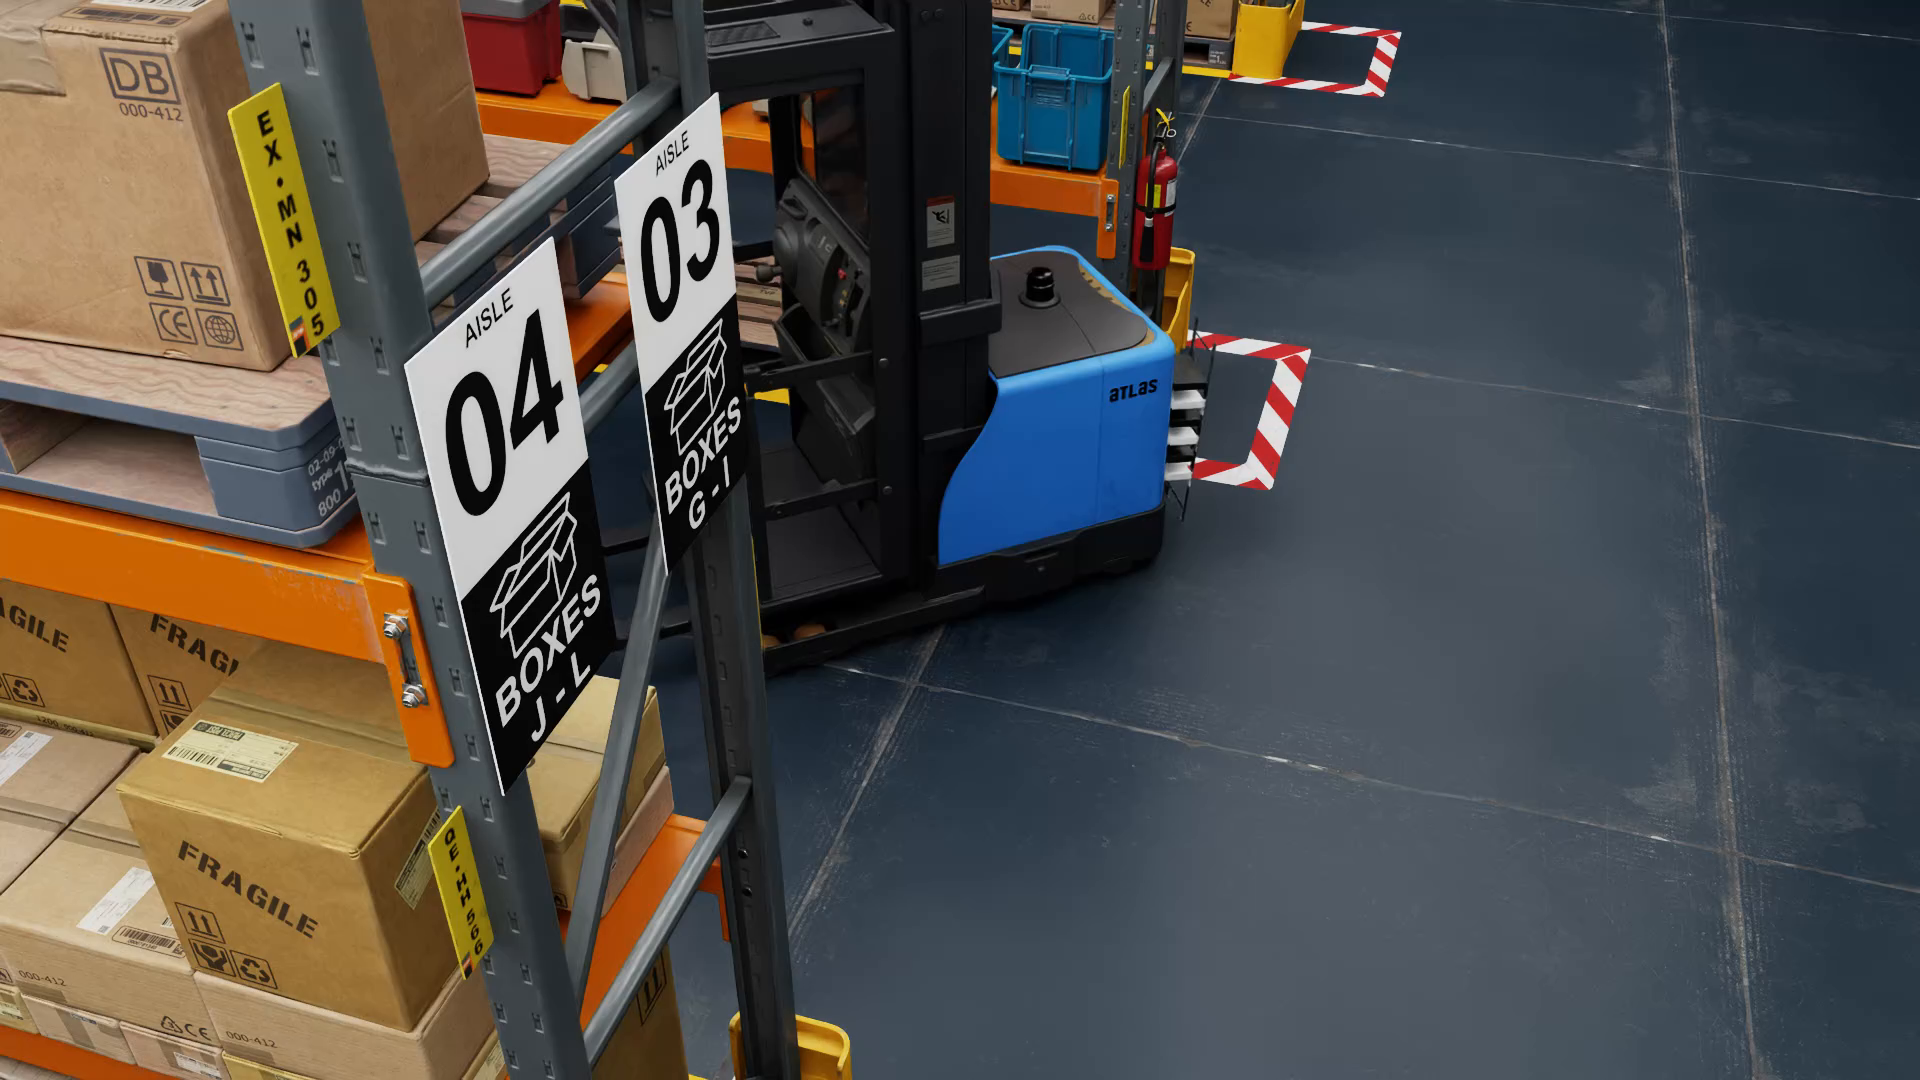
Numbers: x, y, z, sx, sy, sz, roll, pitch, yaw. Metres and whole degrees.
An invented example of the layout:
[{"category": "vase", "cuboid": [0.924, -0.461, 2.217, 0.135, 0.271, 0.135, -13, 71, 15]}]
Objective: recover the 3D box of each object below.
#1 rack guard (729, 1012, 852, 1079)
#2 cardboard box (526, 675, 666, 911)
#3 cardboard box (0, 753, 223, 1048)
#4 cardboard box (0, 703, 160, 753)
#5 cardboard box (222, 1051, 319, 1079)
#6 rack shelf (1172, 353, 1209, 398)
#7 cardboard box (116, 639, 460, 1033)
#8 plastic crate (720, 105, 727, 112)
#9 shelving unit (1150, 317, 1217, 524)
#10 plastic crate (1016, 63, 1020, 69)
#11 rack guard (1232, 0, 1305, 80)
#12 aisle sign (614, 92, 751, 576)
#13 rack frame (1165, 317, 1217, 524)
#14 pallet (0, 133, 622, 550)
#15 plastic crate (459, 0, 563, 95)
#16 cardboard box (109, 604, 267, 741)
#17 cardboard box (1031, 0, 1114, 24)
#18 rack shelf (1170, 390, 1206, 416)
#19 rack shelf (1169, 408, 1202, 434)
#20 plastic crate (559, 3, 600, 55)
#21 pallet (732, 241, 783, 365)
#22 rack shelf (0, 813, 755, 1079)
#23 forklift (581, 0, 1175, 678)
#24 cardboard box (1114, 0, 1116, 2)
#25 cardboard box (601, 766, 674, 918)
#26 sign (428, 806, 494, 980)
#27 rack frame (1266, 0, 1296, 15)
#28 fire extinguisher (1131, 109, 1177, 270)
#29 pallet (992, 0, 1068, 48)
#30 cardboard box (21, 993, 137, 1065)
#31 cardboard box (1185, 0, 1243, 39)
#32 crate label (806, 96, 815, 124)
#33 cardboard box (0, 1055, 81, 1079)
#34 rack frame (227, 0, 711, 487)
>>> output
[{"category": "rack guard", "cuboid": [-0.622, 1.853, 4.311, 0.348, 0.500, 1.175, 10, 38, 14]}, {"category": "cardboard box", "cuboid": [-1.023, 0.545, 3.855, 0.500, 0.250, 0.500, 10, 37, 13]}, {"category": "cardboard box", "cuboid": [-1.671, 0.757, 3.567, 0.500, 0.250, 0.500, 10, 37, 13]}, {"category": "cardboard box", "cuboid": [-2.000, 0.366, 4.098, 0.500, 0.250, 0.500, 9, 37, 12]}, {"category": "cardboard box", "cuboid": [-1.332, 1.021, 3.544, 0.250, 0.149, 0.380, 11, 38, 14]}, {"category": "rack shelf", "cuboid": [0.911, -0.693, 7.022, 0.200, 0.077, 0.258, -4, 36, -13]}, {"category": "cardboard box", "cuboid": [-1.189, 0.543, 3.225, 0.500, 0.500, 0.500, 11, 38, 14]}, {"category": "plastic crate", "cuboid": [-1.205, -2.135, 7.711, 0.300, 0.233, 0.416, 10, 38, 14]}, {"category": "shelving unit", "cuboid": [0.894, -0.501, 7.159, 0.210, 0.900, 0.258, -4, 36, -13]}, {"category": "plastic crate", "cuboid": [0.413, -2.212, 7.897, 0.298, 0.136, 0.250, 10, 38, 14]}, {"category": "rack guard", "cuboid": [2.240, -3.769, 11.949, 0.348, 0.500, 1.175, 10, 38, 14]}, {"category": "aisle sign", "cuboid": [-0.487, -0.362, 3.019, 0.004, 0.787, 0.394, 10, 38, 14]}, {"category": "rack frame", "cuboid": [0.993, -0.508, 7.182, 0.006, 0.900, 0.240, -4, 36, -13]}, {"category": "pallet", "cuboid": [-1.357, -0.456, 2.883, 1.213, 0.211, 1.003, 10, 38, 14]}, {"category": "plastic crate", "cuboid": [-2.209, -2.418, 7.900, 0.583, 0.464, 0.402, 10, 38, 14]}, {"category": "cardboard box", "cuboid": [-1.500, 0.154, 3.753, 0.500, 0.500, 0.500, 10, 37, 13]}, {"category": "cardboard box", "cuboid": [0.822, -3.974, 12.067, 0.500, 0.250, 0.500, 10, 38, 14]}, {"category": "rack shelf", "cuboid": [0.904, -0.620, 7.074, 0.200, 0.077, 0.258, -4, 36, -13]}, {"category": "rack shelf", "cuboid": [0.898, -0.547, 7.126, 0.200, 0.077, 0.258, -4, 36, -13]}, {"category": "plastic crate", "cuboid": [-1.838, -2.535, 8.345, 0.590, 0.125, 0.437, 10, 38, 14]}, {"category": "pallet", "cuboid": [-1.105, -1.222, 8.732, 1.213, 0.211, 1.003, 10, 38, 14]}, {"category": "rack shelf", "cuboid": [-2.554, 0.778, 4.269, 4.000, 0.370, 1.077, 10, 38, 14]}, {"category": "forklift", "cuboid": [-0.702, -0.998, 6.133, 3.031, 2.935, 1.130, -15, 39, -19]}, {"category": "cardboard box", "cuboid": [1.400, -4.177, 12.344, 0.500, 0.250, 0.500, 10, 38, 14]}, {"category": "cardboard box", "cuboid": [-0.886, 0.693, 3.989, 0.250, 0.149, 0.380, 11, 38, 14]}, {"category": "sign", "cuboid": [-0.820, 0.585, 2.749, 0.005, 0.325, 0.100, 10, 38, 14]}, {"category": "rack frame", "cuboid": [2.312, -4.763, 11.190, 0.127, 3.000, 1.000, 10, 38, 14]}, {"category": "fire extinguisher", "cuboid": [0.840, -1.496, 7.131, 0.183, 0.674, 0.296, 10, 38, 14]}, {"category": "pallet", "cuboid": [0.318, -4.010, 12.520, 1.213, 0.211, 1.003, 10, 38, 14]}, {"category": "cardboard box", "cuboid": [-1.810, 0.931, 3.666, 0.250, 0.149, 0.380, 11, 38, 15]}, {"category": "cardboard box", "cuboid": [1.720, -3.890, 11.742, 0.500, 0.500, 0.500, 10, 38, 14]}, {"category": "crate label", "cuboid": [-0.546, -2.015, 7.629, 0.243, 0.136, 0.396, 10, 38, 14]}, {"category": "cardboard box", "cuboid": [-2.149, 1.300, 4.392, 0.875, 0.875, 0.875, 10, 38, 14]}, {"category": "rack frame", "cuboid": [-0.645, -1.574, 1.798, 0.127, 3.000, 1.000, 10, 38, 14]}]
